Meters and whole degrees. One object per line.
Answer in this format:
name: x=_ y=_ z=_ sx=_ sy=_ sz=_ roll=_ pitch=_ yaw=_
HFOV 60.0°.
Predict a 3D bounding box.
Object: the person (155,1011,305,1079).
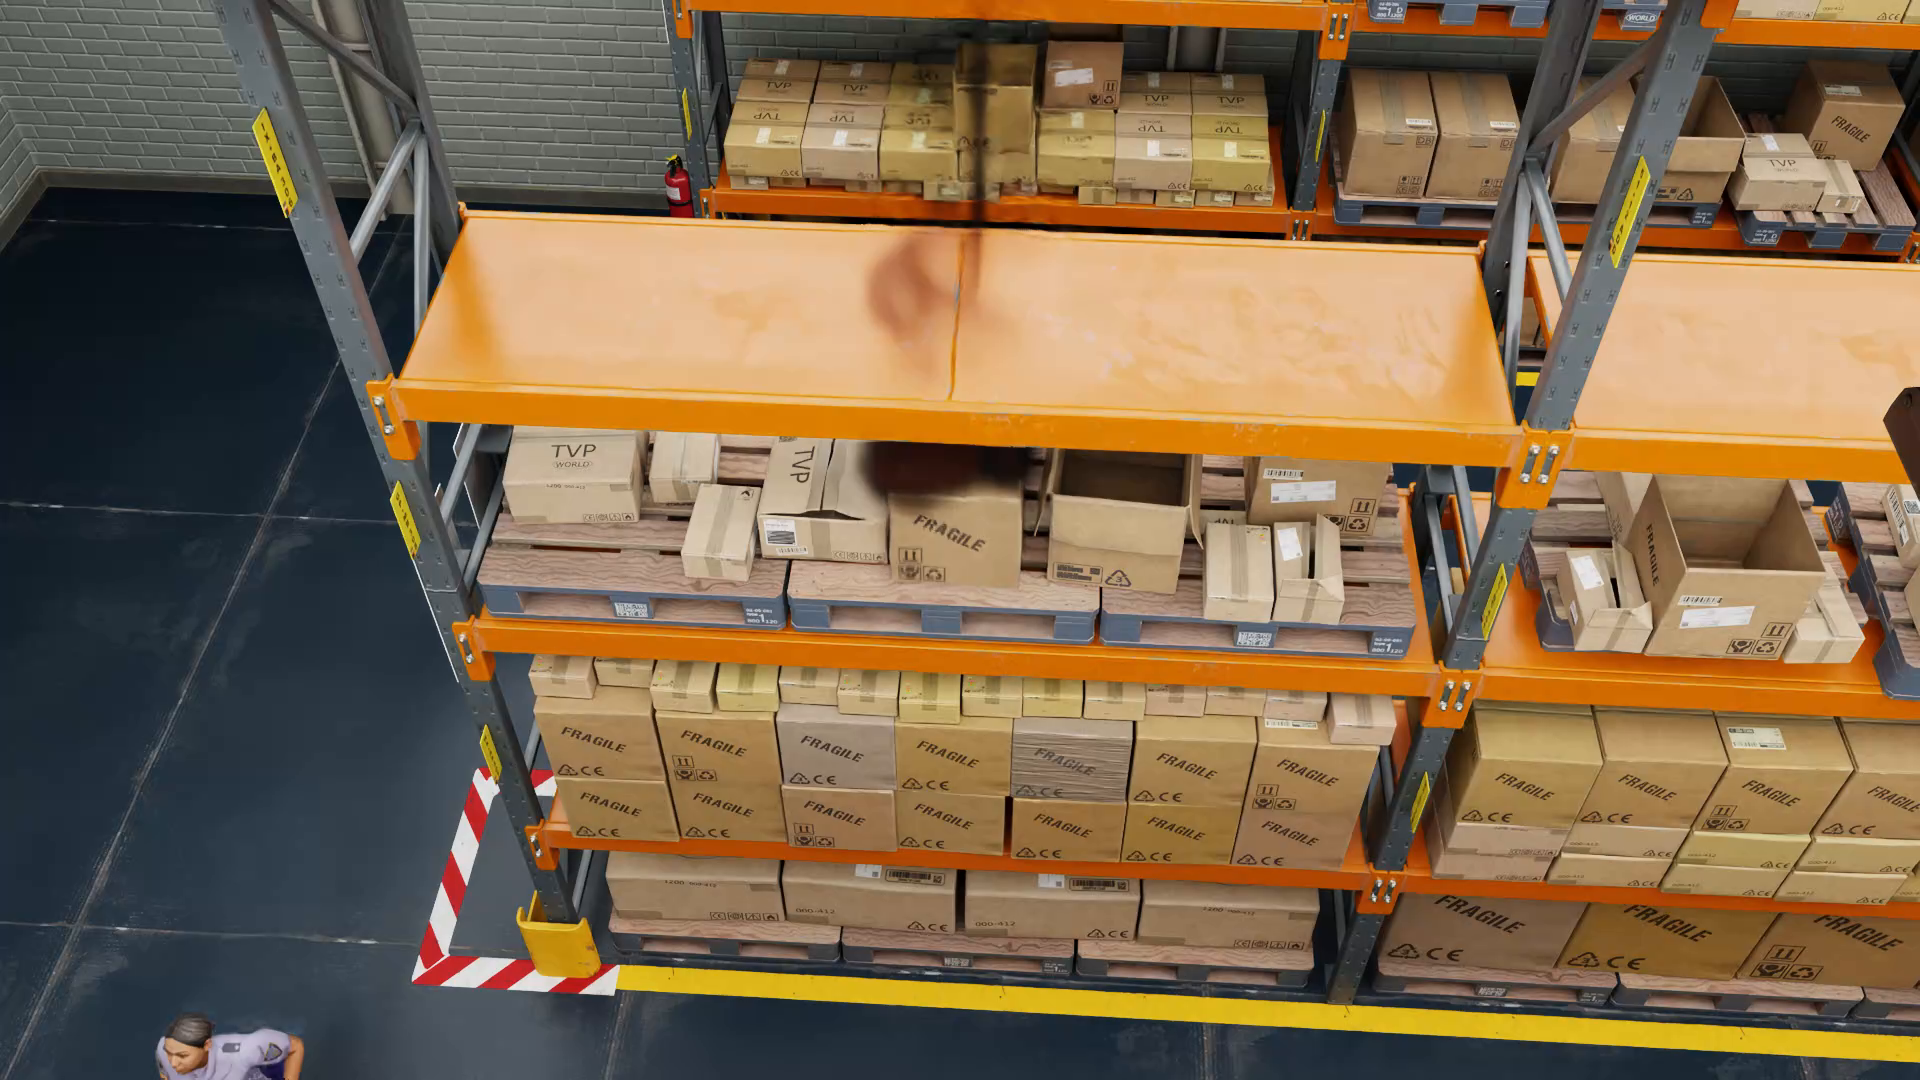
person: x=-3.157 y=2.472 z=7.427 sx=0.615 sy=1.649 sz=0.848 roll=3 pitch=48 yaw=3
